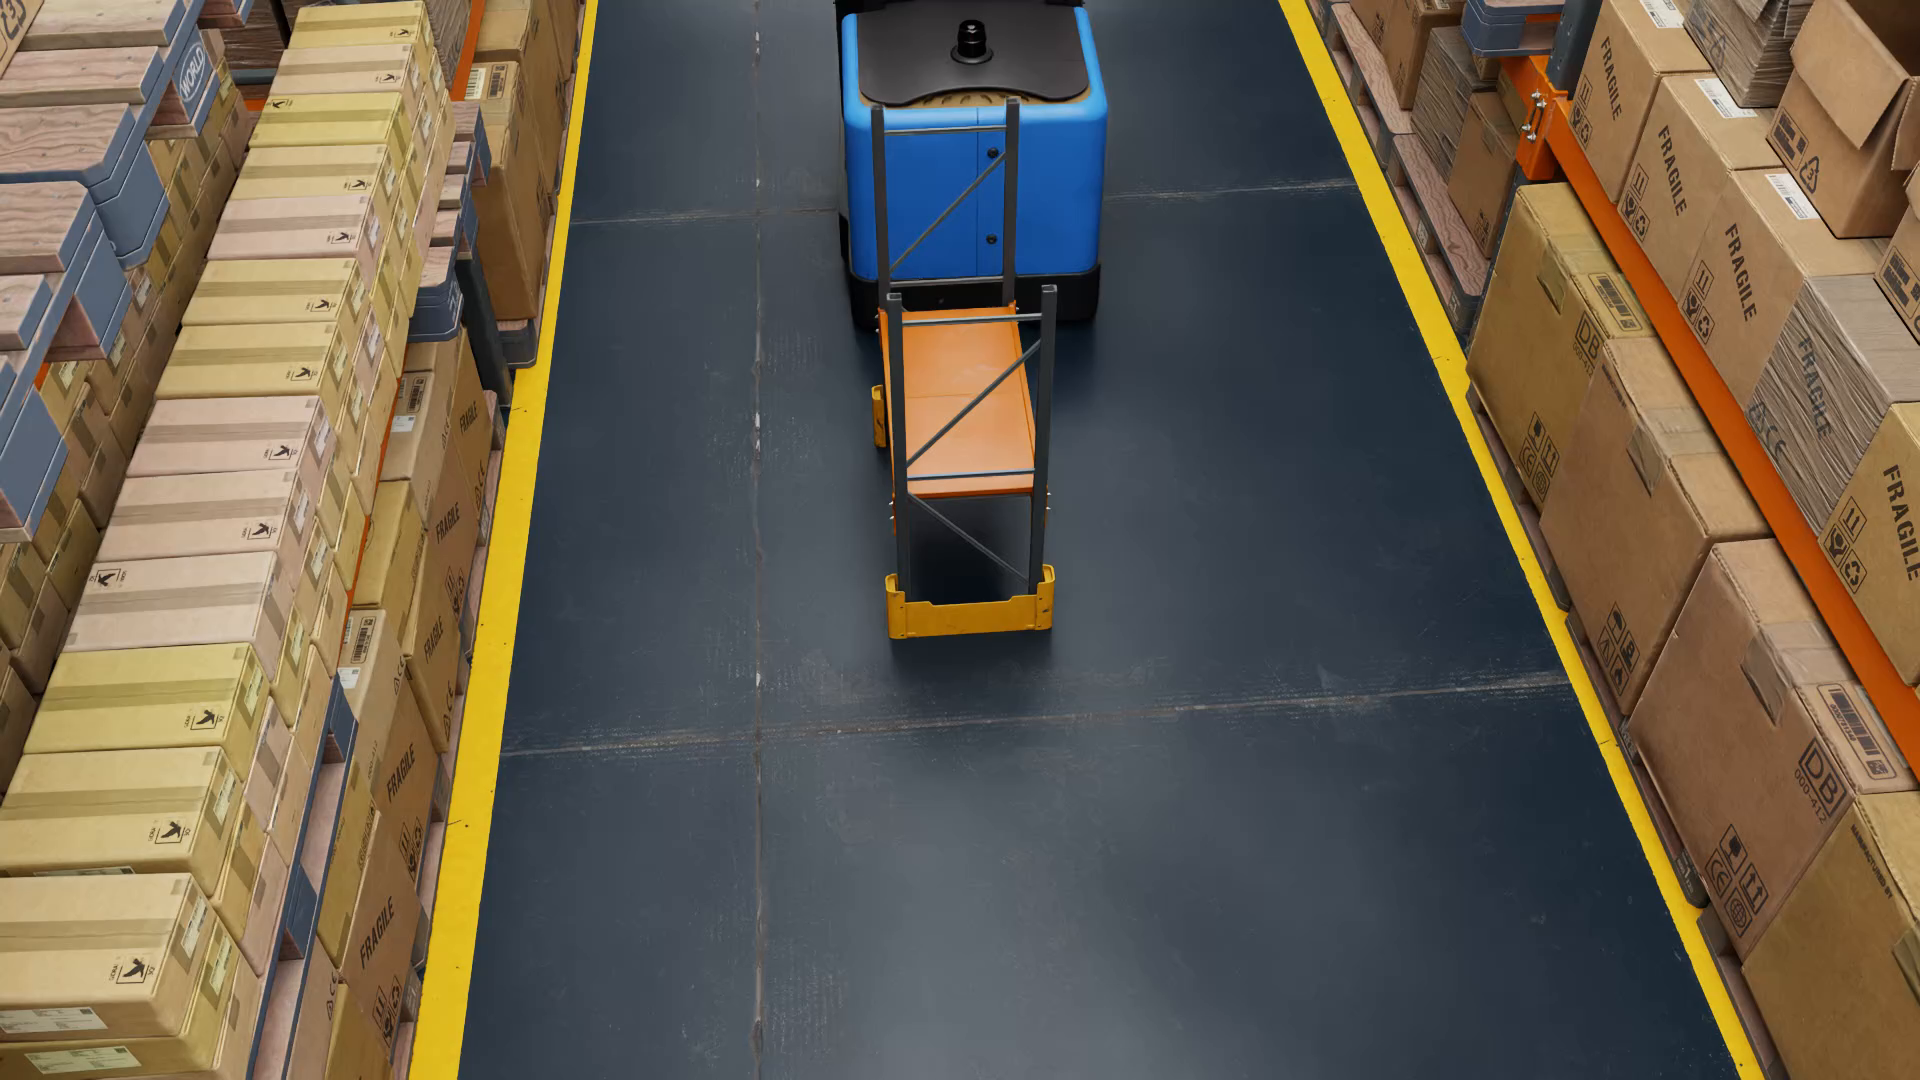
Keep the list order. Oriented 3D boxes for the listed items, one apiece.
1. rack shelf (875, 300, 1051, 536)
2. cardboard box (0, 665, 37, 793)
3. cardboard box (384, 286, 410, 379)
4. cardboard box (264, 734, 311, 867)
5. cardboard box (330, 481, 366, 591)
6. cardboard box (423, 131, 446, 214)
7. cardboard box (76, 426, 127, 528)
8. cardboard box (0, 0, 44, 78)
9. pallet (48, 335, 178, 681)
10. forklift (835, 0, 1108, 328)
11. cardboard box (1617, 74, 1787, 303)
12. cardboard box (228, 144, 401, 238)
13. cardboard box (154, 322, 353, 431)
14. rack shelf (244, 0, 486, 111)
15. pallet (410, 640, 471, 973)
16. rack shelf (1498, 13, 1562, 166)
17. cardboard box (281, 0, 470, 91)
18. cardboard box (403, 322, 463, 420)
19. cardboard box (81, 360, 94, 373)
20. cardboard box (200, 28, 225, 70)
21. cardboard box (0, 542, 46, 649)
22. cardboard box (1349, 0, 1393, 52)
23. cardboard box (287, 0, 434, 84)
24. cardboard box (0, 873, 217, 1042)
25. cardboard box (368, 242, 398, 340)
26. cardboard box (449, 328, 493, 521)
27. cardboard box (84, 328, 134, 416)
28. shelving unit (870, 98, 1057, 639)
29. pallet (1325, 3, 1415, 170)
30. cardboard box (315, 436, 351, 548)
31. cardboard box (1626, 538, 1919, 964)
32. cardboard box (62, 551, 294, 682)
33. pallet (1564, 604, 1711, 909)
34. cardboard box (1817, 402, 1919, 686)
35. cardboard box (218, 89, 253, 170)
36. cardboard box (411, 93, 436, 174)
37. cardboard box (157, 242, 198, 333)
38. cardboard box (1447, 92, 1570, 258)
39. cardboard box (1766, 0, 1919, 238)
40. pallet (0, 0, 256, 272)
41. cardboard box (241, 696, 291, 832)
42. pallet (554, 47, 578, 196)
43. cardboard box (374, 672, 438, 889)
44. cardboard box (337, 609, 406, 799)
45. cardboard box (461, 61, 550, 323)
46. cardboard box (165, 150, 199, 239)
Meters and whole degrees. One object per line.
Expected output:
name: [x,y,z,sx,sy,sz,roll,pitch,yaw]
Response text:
rack shelf: [-0.007,-0.454,5.895,0.538,0.185,1.000,-3,47,-3]
cardboard box: [-2.285,0.434,3.657,0.380,0.149,0.250,-6,47,-5]
cardboard box: [-1.745,-0.566,4.603,0.380,0.149,0.250,-5,47,-5]
cardboard box: [-1.613,0.564,3.533,0.380,0.149,0.250,-3,47,-3]
cardboard box: [-1.682,0.001,4.067,0.380,0.149,0.250,-4,47,-4]
cardboard box: [-1.809,-1.127,5.135,0.380,0.149,0.250,-4,47,-3]
cardboard box: [-2.357,-0.152,4.212,0.380,0.149,0.250,-5,47,-5]
cardboard box: [-1.991,-1.020,2.724,0.797,0.503,0.637,-4,47,-4]
pallet: [-2.121,-0.082,4.394,1.003,0.211,1.213,-3,47,-3]
forklift: [-0.021,-2.967,7.042,1.130,2.935,3.031,-3,47,-2]
cardboard box: [2.439,-1.099,5.156,0.500,0.500,0.500,-5,47,-4]
cardboard box: [-1.762,-0.949,4.557,0.380,0.149,0.250,-2,47,-2]
cardboard box: [-1.702,-0.389,4.027,0.380,0.149,0.250,-2,47,-2]
rack shelf: [-2.495,-2.777,7.310,1.077,0.370,4.000,-3,47,-3]
pallet: [-2.164,0.827,5.321,1.003,0.211,1.213,-3,47,-3]
rack shelf: [2.456,-3.005,7.526,1.077,0.370,4.000,-3,47,-3]
cardboard box: [-2.096,-1.953,5.965,0.500,0.500,0.500,-3,47,-3]
cardboard box: [-2.009,-0.641,5.707,0.500,0.250,0.500,-4,47,-4]
cardboard box: [-2.370,-0.543,4.172,0.380,0.149,0.250,-2,47,-2]
cardboard box: [-2.481,-1.491,5.070,0.380,0.149,0.250,-3,47,-3]
cardboard box: [-2.311,0.124,3.745,0.380,0.149,0.250,-6,47,-5]
cardboard box: [2.387,-2.795,8.250,0.700,0.500,0.500,-7,47,-7]
cardboard box: [-1.829,-1.513,5.091,0.380,0.149,0.250,-5,47,-5]
cardboard box: [-1.567,0.741,2.956,0.380,0.149,0.250,-1,47,-1]
cardboard box: [-1.744,-0.663,4.491,0.380,0.149,0.250,-4,47,-4]
cardboard box: [-2.011,-0.402,5.997,0.500,0.500,0.500,-4,47,-3]
cardboard box: [-2.377,-0.444,4.284,0.380,0.149,0.250,-4,47,-4]
shelving unit: [-0.006,-0.571,5.758,0.587,1.500,1.083,-3,47,-3]
pallet: [2.461,-2.293,8.276,1.003,0.211,1.213,-3,47,-3]
cardboard box: [-1.682,-0.106,3.963,0.380,0.149,0.250,-4,47,-4]
cardboard box: [2.810,0.566,4.822,1.225,0.875,0.875,-5,47,-5]
cardboard box: [-1.634,0.173,3.494,0.380,0.149,0.250,-4,47,-4]
pallet: [2.714,0.609,5.528,1.003,0.211,1.213,-3,47,-3]
cardboard box: [2.562,-0.004,4.119,0.500,0.500,0.500,-4,47,-4]
cardboard box: [-2.491,-1.299,5.299,0.380,0.149,0.250,-4,47,-4]
cardboard box: [-1.808,-1.215,5.014,0.380,0.149,0.250,-2,47,-2]
cardboard box: [-2.421,-0.715,4.745,0.380,0.149,0.250,-2,47,-1]
cardboard box: [2.548,-1.581,7.100,0.700,0.500,0.500,-6,47,-5]
cardboard box: [2.721,-1.184,4.545,0.797,0.503,0.637,-3,47,-2]
pallet: [-2.028,-0.854,3.056,1.213,0.211,1.003,-3,47,-3]
cardboard box: [-1.613,0.469,3.419,0.380,0.149,0.250,-2,47,-2]
pallet: [-2.417,-2.074,8.069,1.003,0.211,1.213,-3,47,-3]
cardboard box: [-1.893,0.720,4.934,0.500,0.500,0.500,-3,47,-3]
cardboard box: [-1.876,0.469,4.656,0.500,0.250,0.500,-2,47,-2]
cardboard box: [-2.288,-1.394,6.765,1.050,0.750,0.750,-4,47,-4]
cardboard box: [-2.436,-0.987,4.798,0.380,0.149,0.250,-5,47,-5]
